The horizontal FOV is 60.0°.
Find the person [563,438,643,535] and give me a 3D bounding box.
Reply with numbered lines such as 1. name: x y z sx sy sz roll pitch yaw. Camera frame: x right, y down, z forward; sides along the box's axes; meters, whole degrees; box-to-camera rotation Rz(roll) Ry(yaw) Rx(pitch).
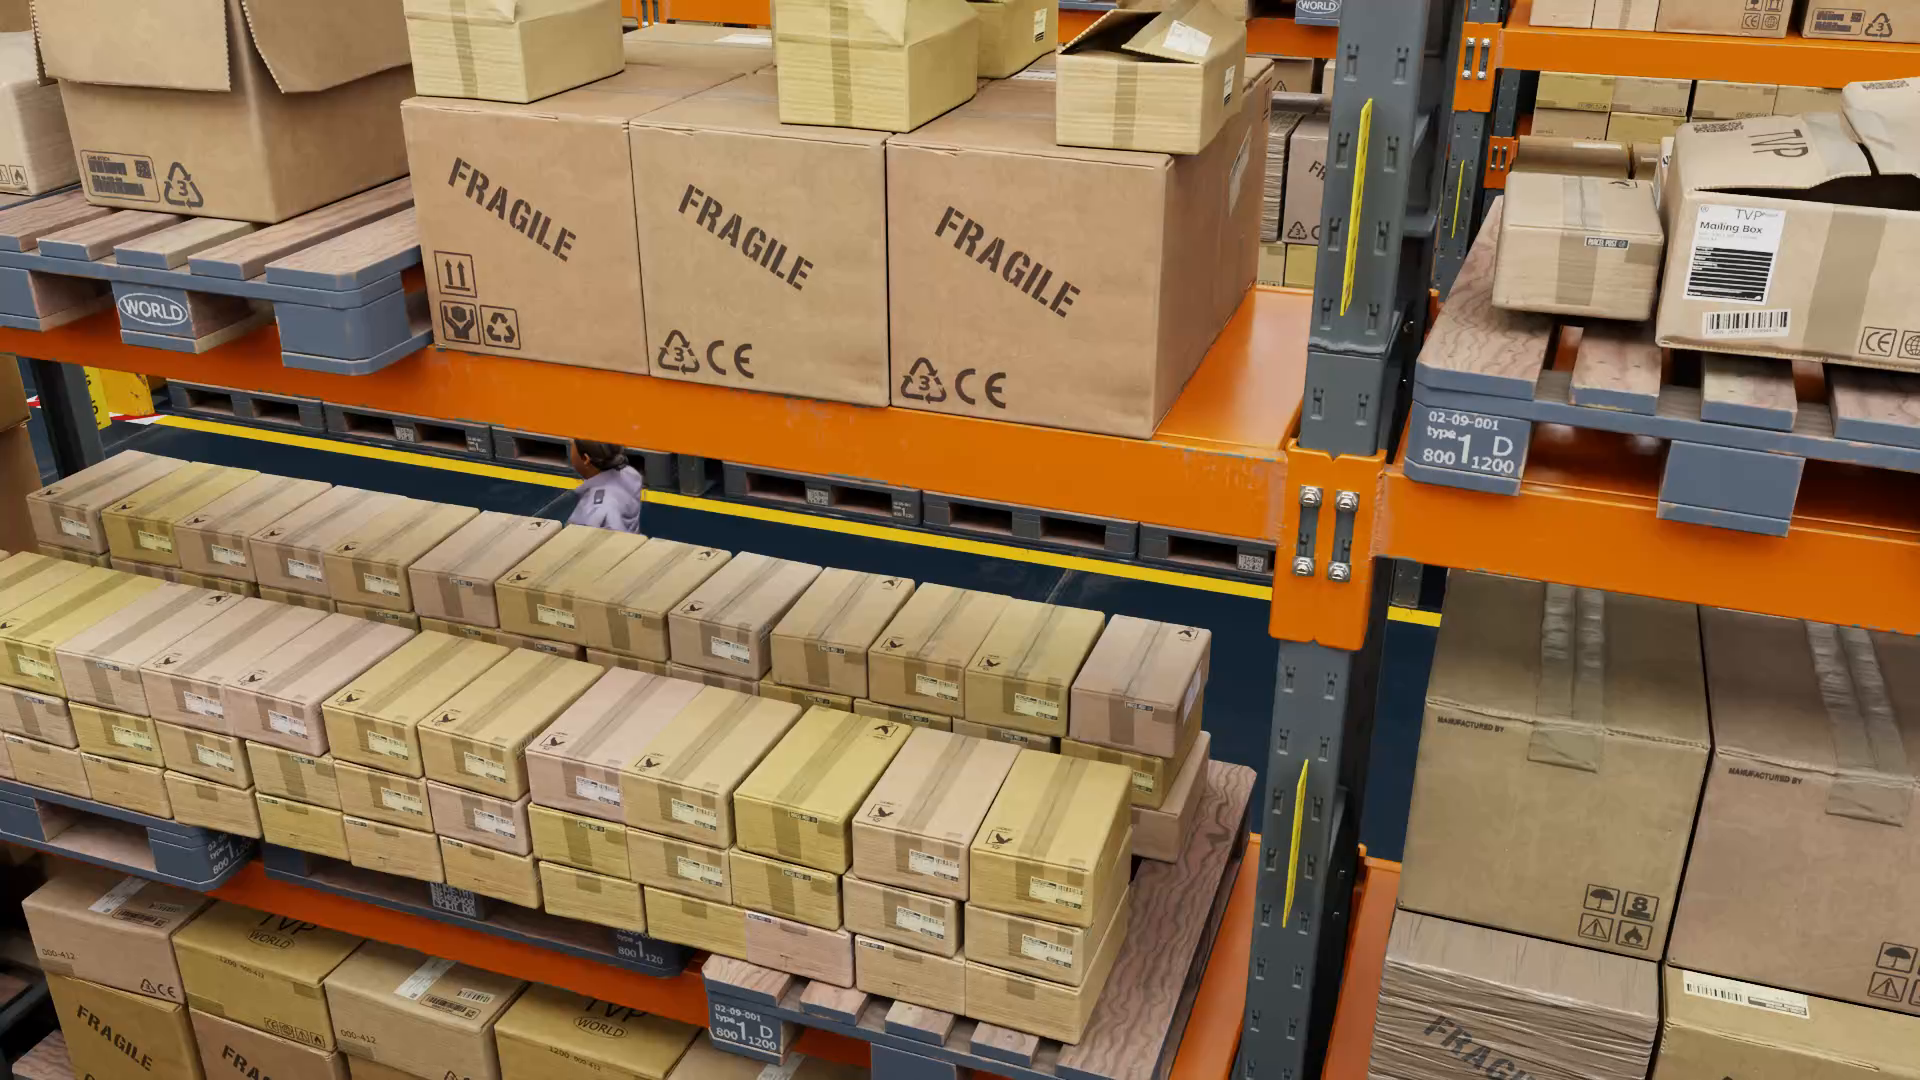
1. person: -1.313 0.263 6.636 1.048 1.572 0.517 6 27 13
